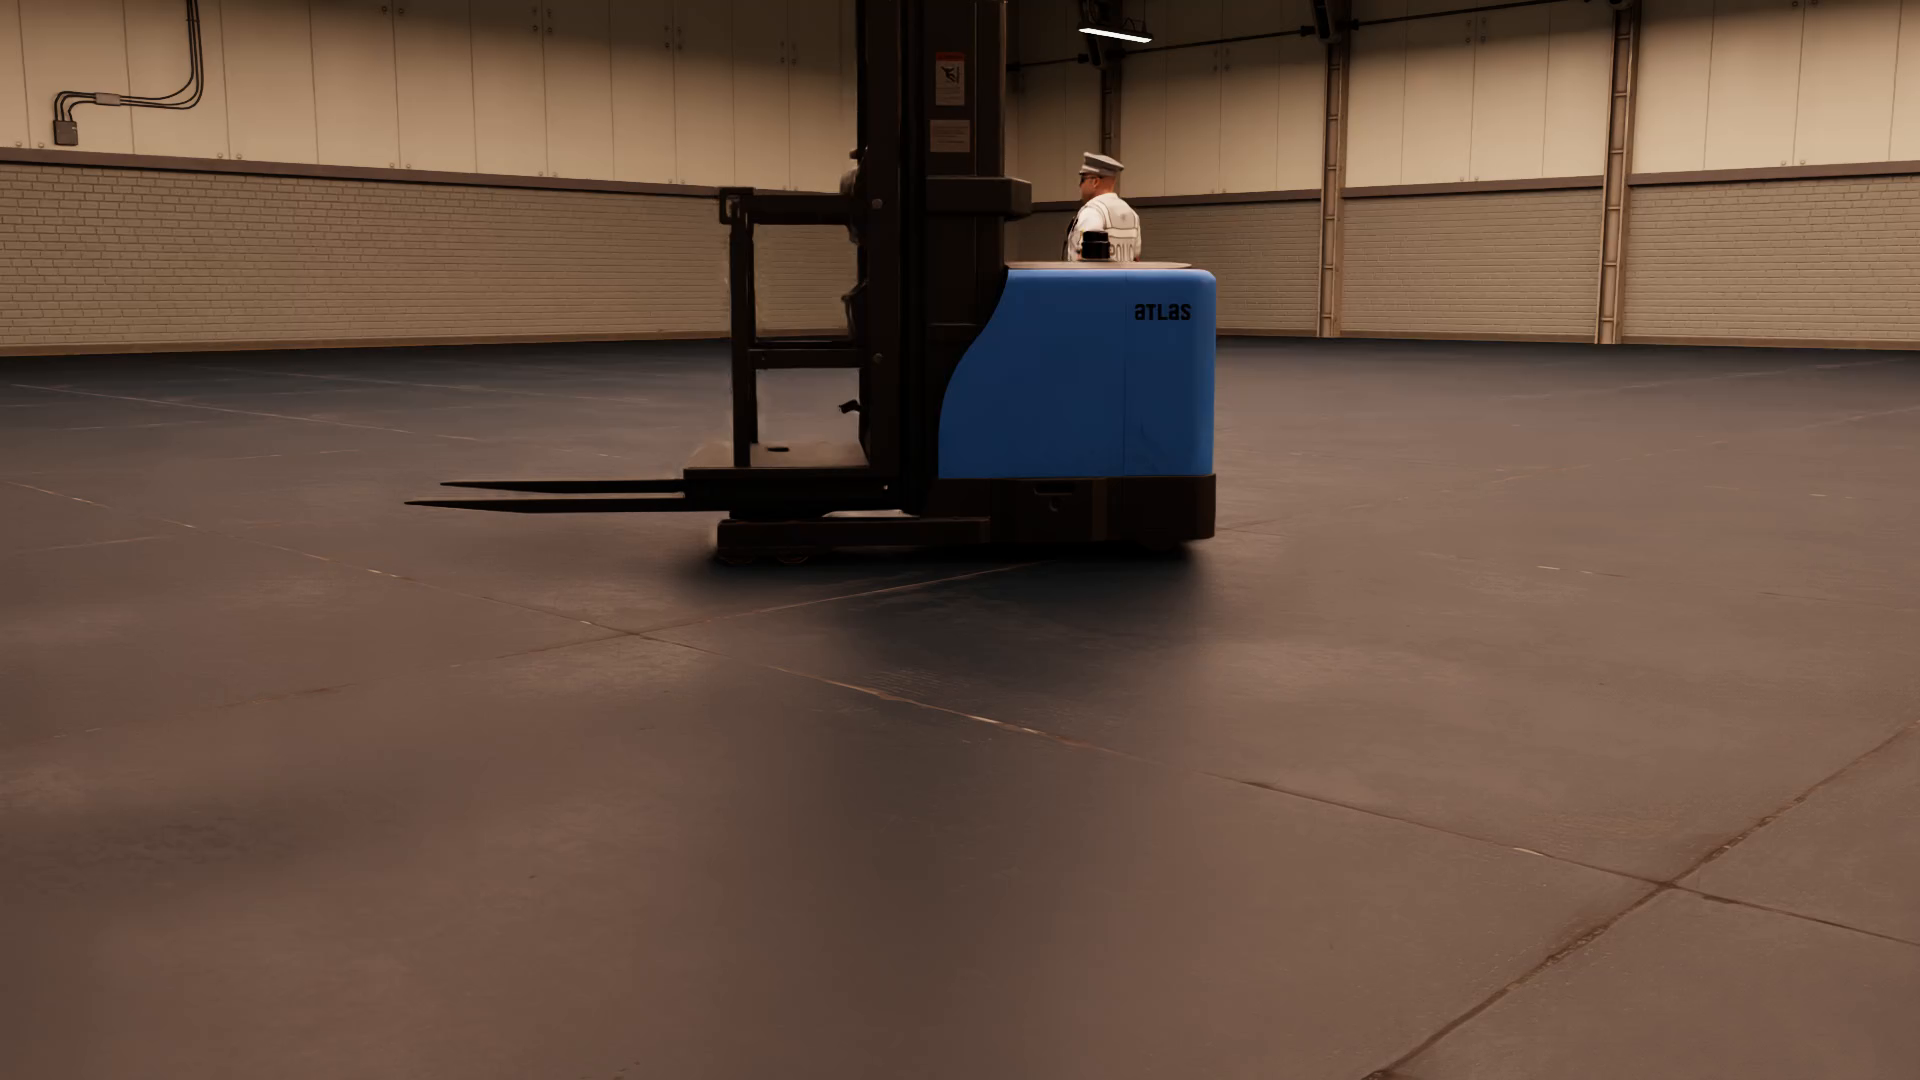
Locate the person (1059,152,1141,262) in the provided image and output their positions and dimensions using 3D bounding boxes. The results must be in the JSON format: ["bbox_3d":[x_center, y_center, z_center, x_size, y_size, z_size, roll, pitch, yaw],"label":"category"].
[{"bbox_3d":[0.742,-1.330,9.617,0.515,1.786,0.673,6,10,35],"label":"person"}]

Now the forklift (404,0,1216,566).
[{"bbox_3d":[-0.578,-1.438,6.422,3.031,2.935,1.130,-1,9,-5],"label":"forklift"}]
